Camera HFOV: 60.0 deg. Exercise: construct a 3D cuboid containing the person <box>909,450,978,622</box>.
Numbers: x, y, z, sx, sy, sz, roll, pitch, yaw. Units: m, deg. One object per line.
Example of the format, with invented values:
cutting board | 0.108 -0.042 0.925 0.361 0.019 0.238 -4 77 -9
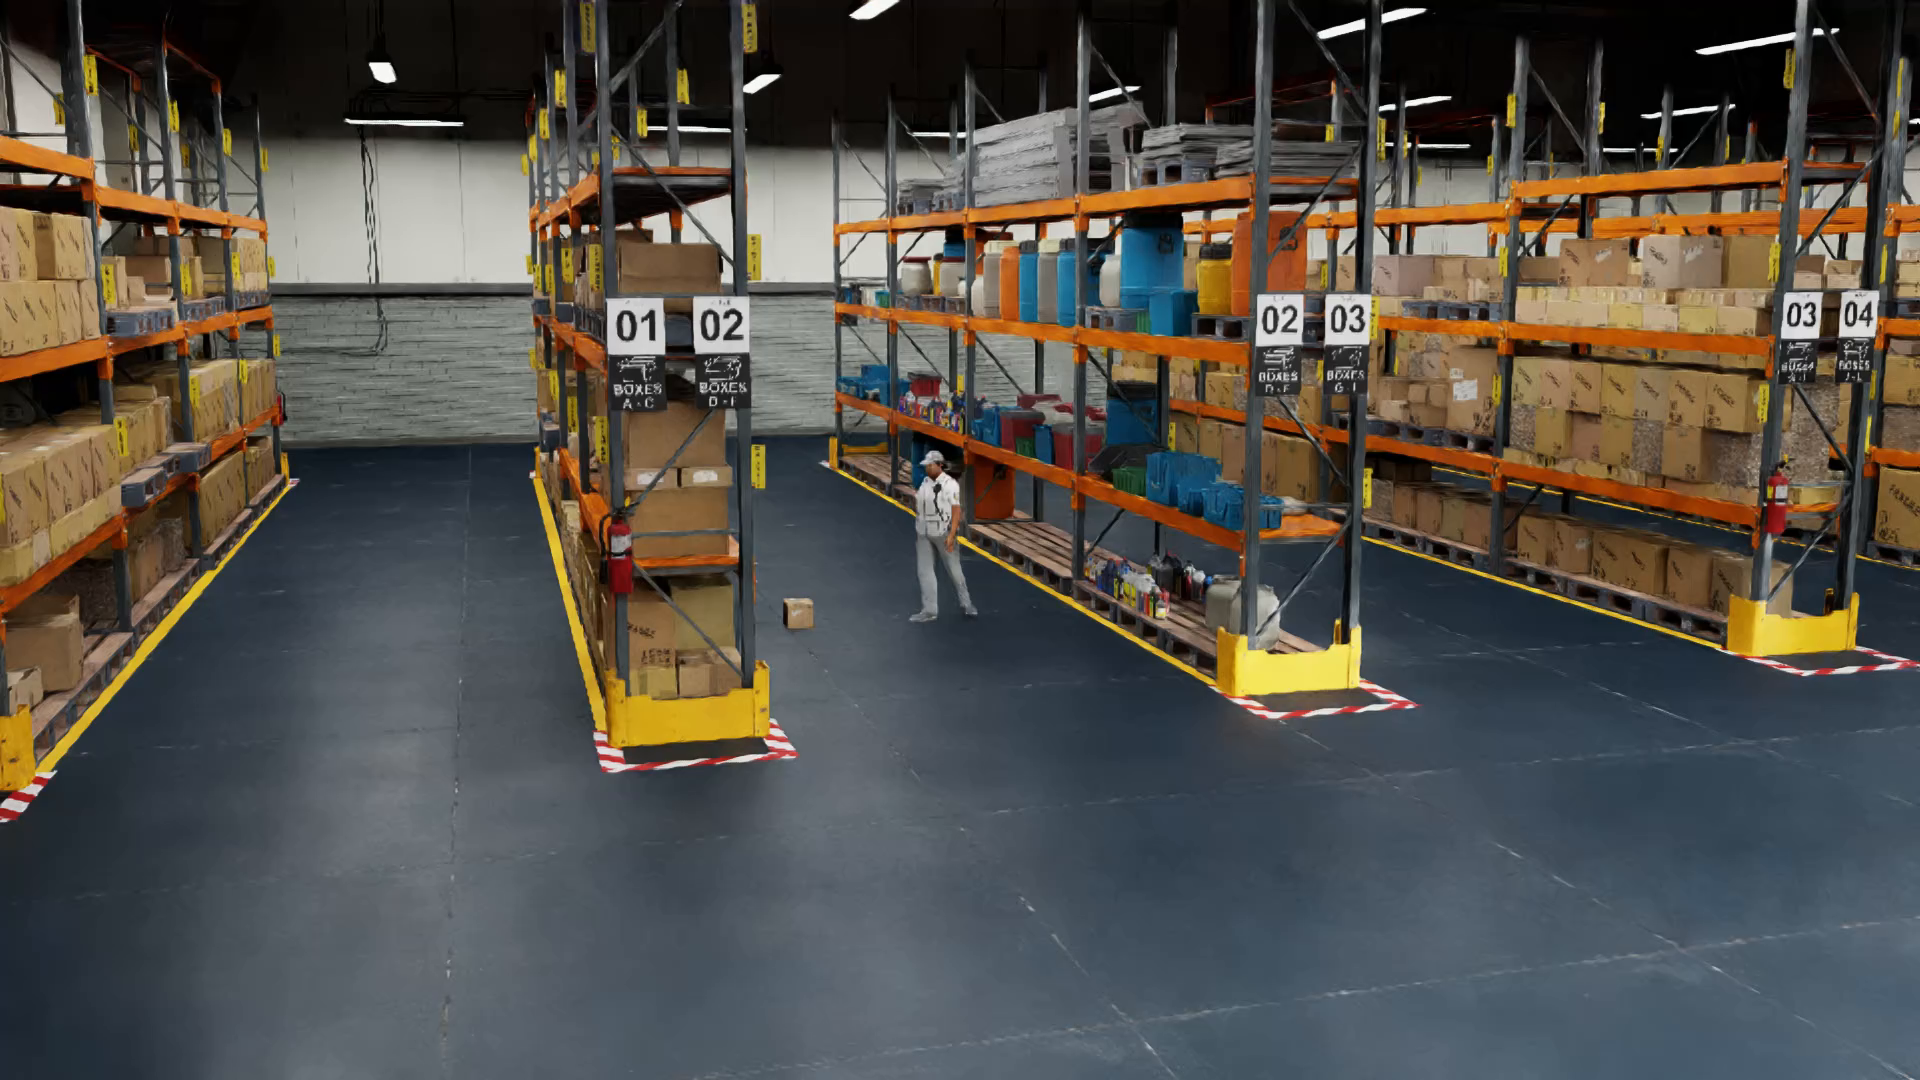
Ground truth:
person | -0.183 -0.050 16.201 0.603 1.655 0.659 7 12 37
